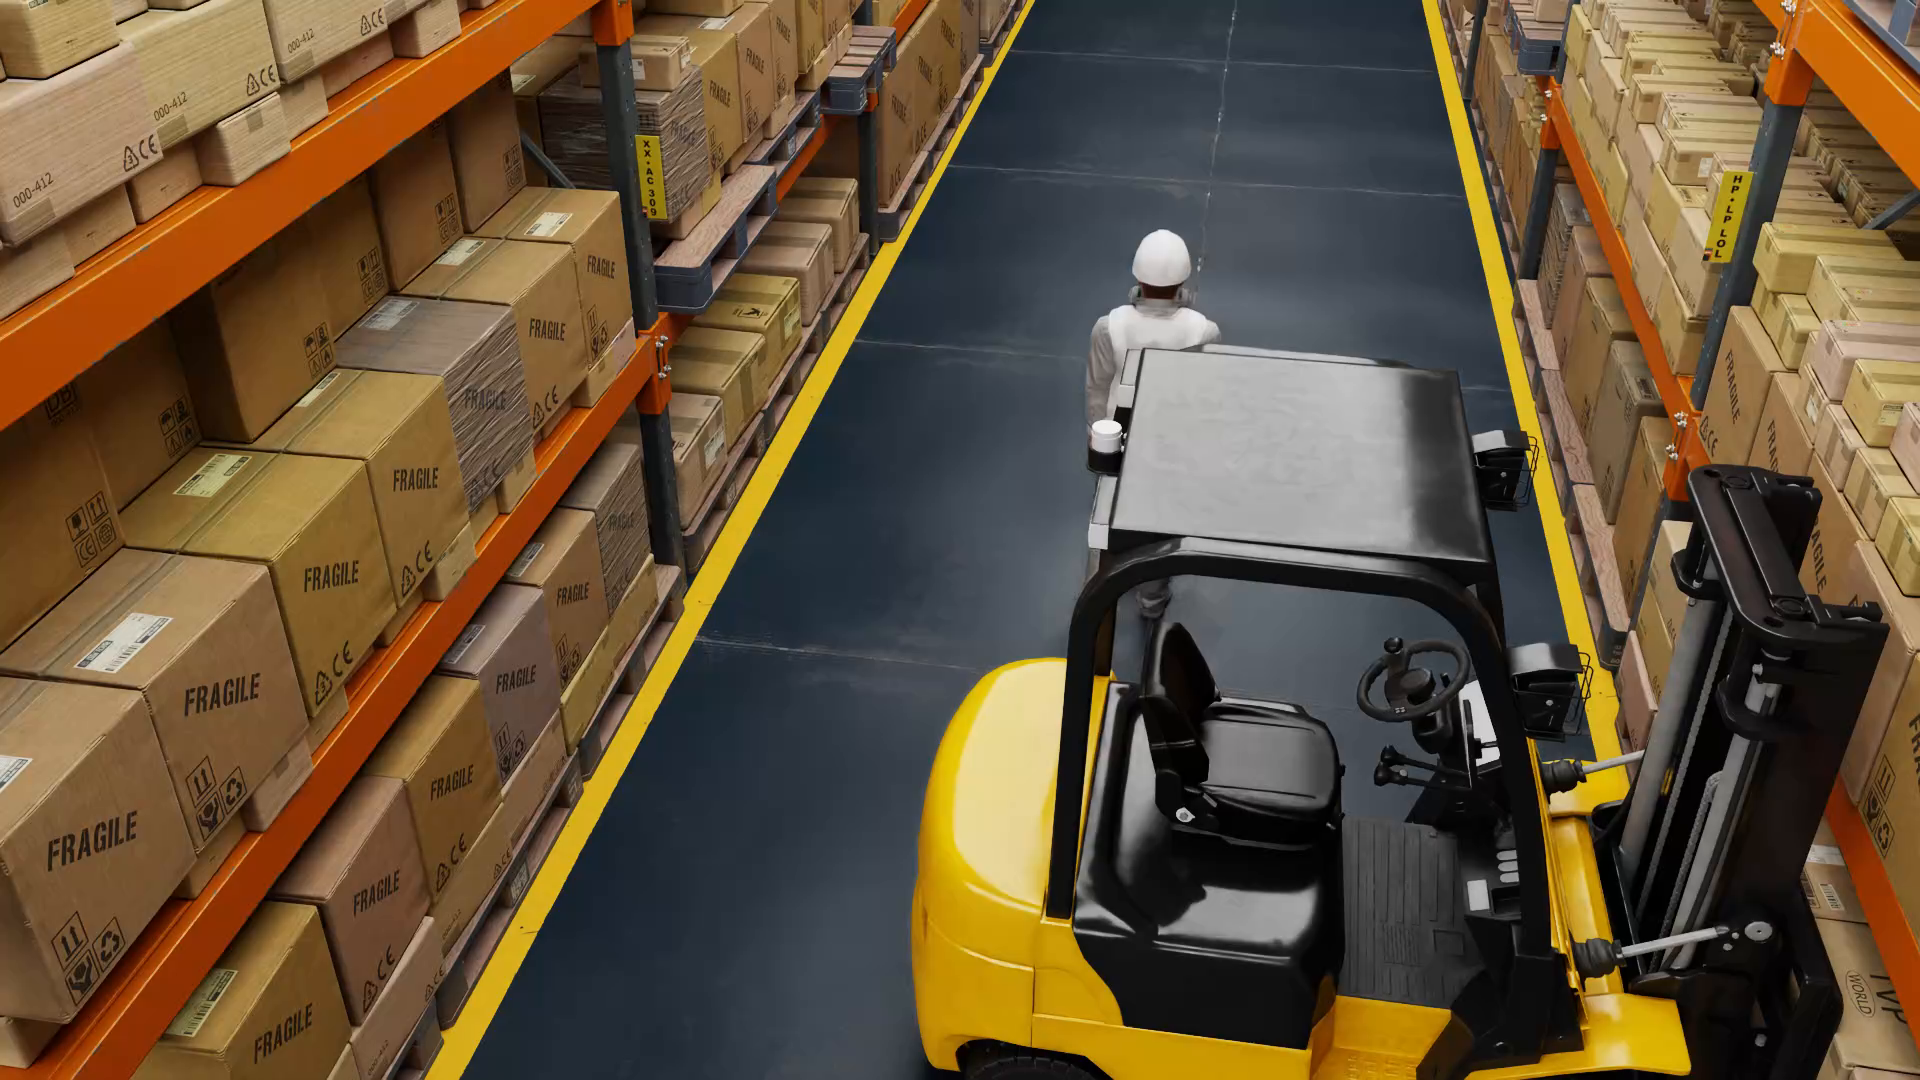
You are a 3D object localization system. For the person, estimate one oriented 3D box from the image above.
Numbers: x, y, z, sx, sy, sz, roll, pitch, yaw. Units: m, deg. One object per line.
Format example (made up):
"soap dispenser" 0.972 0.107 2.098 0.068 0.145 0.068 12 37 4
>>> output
"person" 0.783 -0.400 6.825 0.556 1.858 0.484 5 33 8
